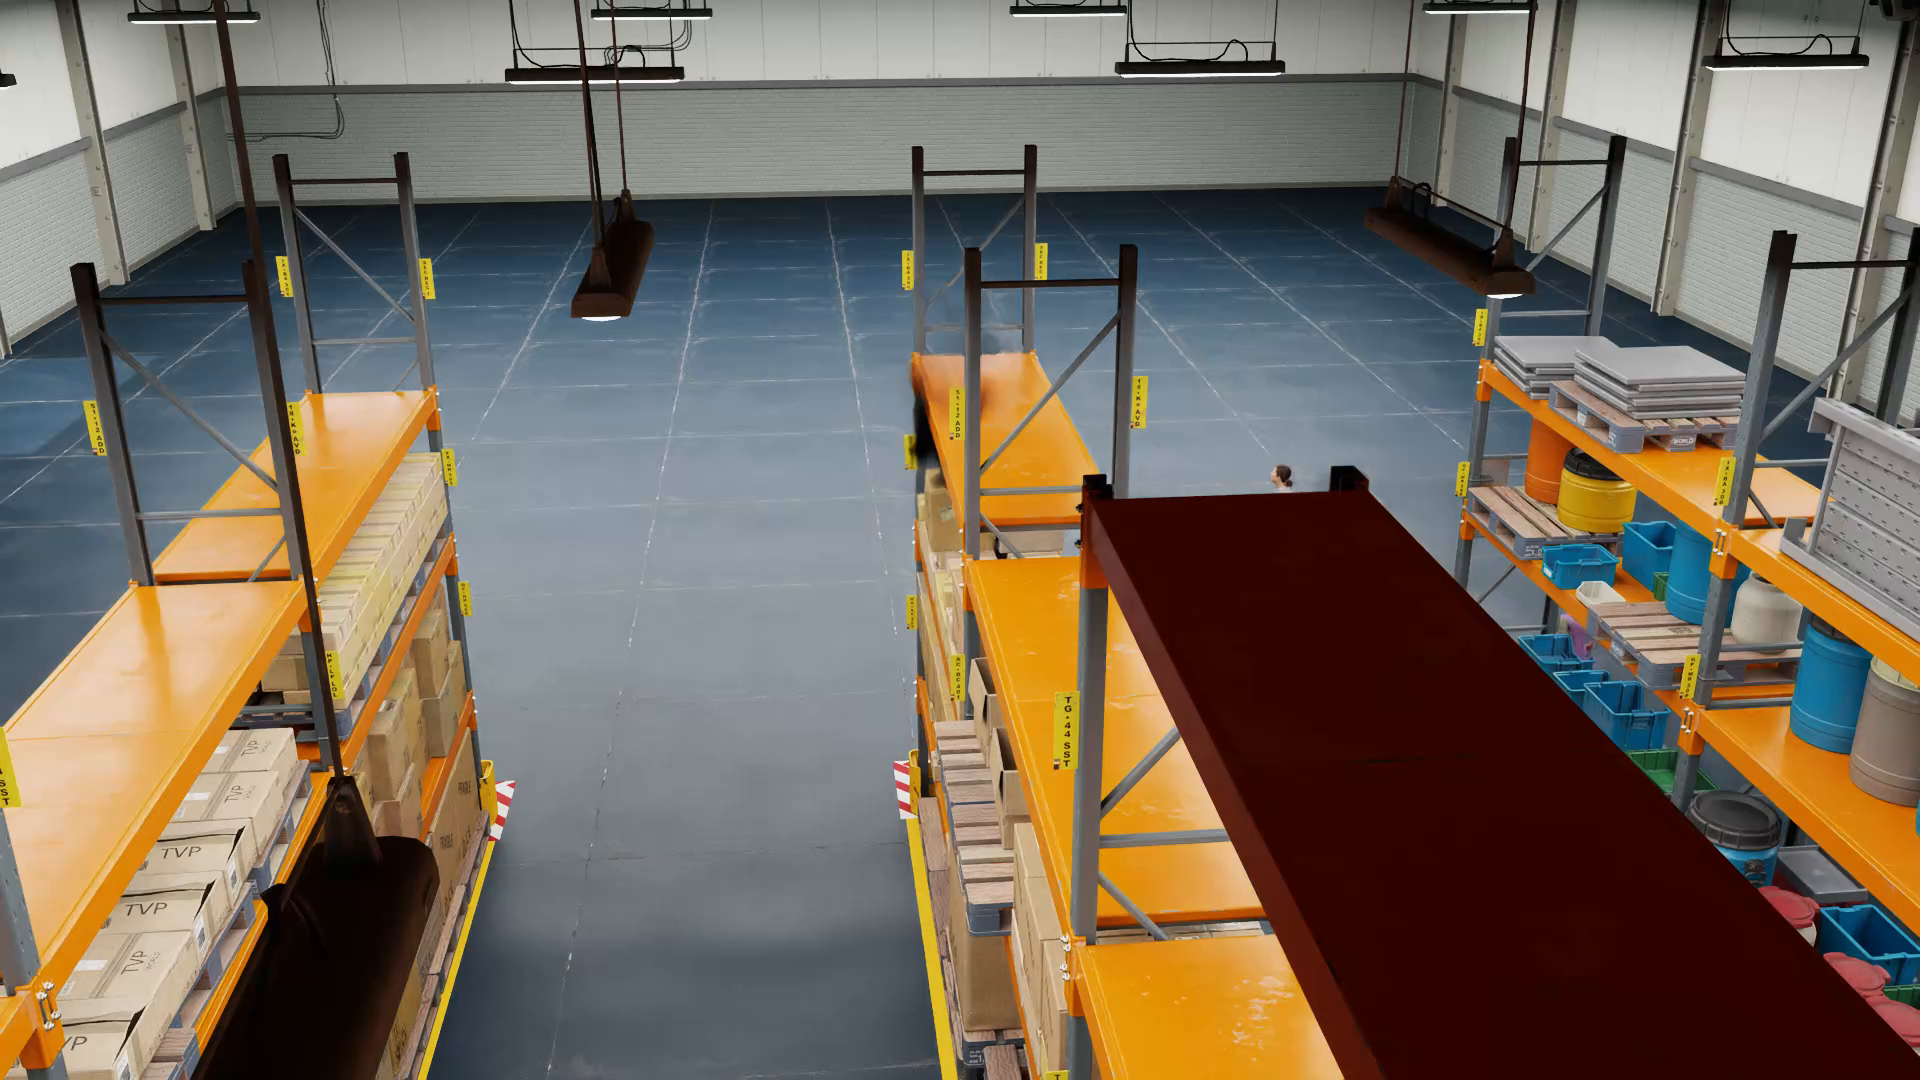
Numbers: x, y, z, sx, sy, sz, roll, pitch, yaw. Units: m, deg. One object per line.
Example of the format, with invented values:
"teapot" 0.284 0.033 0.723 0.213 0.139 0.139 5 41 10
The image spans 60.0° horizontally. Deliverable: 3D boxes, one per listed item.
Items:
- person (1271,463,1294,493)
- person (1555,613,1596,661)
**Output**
"person" 3.791 -0.065 19.550 0.876 1.697 0.572 9 23 22
"person" 6.037 1.160 16.607 0.548 1.534 0.560 -19 28 -39
